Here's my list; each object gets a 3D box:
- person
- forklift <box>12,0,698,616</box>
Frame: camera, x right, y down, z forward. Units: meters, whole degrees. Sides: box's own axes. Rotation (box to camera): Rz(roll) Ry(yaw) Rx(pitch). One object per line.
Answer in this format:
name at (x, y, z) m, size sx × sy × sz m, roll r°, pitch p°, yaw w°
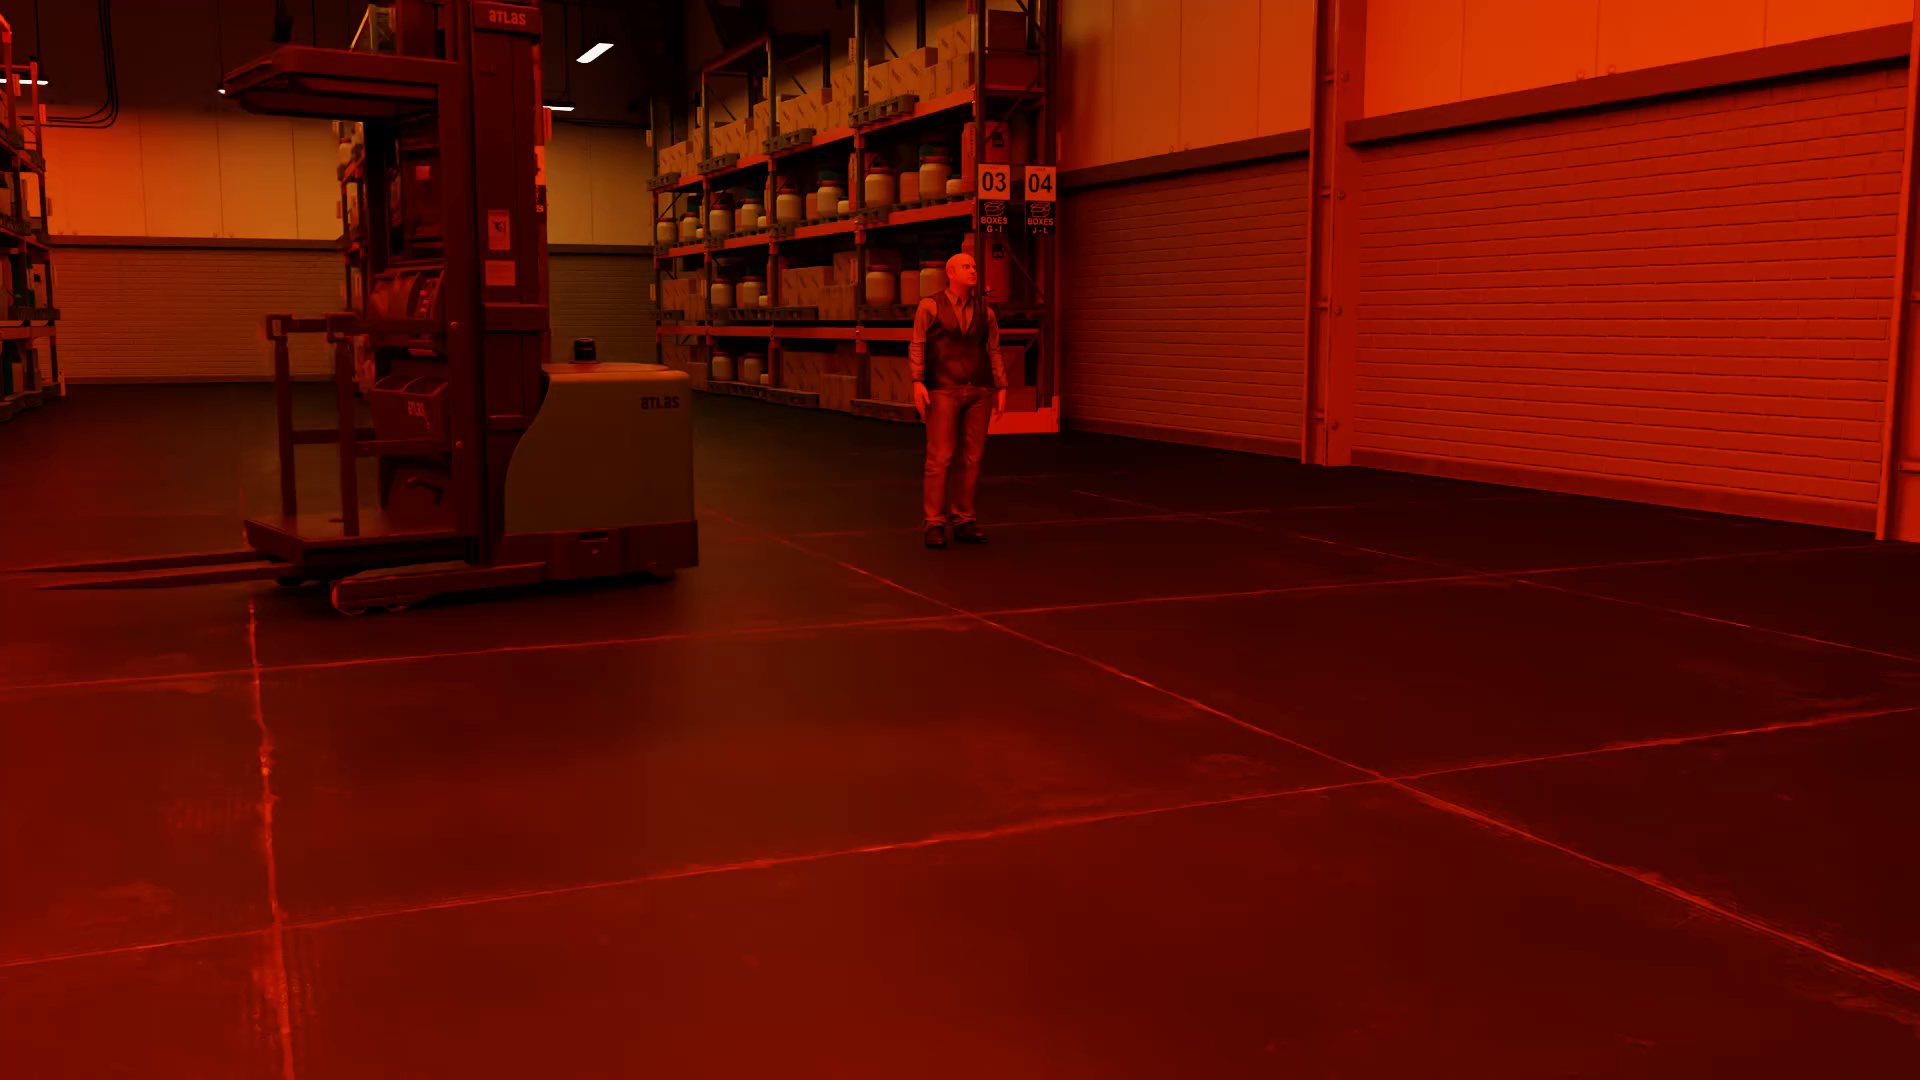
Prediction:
person at (0.017, -0.853, 9.981) m, size 0.632 × 1.720 × 0.568 m, roll -3°, pitch 8°, yaw -23°
forklift at (-2.841, -1.186, 7.935) m, size 3.031 × 2.935 × 1.130 m, roll -6°, pitch 9°, yaw -37°
